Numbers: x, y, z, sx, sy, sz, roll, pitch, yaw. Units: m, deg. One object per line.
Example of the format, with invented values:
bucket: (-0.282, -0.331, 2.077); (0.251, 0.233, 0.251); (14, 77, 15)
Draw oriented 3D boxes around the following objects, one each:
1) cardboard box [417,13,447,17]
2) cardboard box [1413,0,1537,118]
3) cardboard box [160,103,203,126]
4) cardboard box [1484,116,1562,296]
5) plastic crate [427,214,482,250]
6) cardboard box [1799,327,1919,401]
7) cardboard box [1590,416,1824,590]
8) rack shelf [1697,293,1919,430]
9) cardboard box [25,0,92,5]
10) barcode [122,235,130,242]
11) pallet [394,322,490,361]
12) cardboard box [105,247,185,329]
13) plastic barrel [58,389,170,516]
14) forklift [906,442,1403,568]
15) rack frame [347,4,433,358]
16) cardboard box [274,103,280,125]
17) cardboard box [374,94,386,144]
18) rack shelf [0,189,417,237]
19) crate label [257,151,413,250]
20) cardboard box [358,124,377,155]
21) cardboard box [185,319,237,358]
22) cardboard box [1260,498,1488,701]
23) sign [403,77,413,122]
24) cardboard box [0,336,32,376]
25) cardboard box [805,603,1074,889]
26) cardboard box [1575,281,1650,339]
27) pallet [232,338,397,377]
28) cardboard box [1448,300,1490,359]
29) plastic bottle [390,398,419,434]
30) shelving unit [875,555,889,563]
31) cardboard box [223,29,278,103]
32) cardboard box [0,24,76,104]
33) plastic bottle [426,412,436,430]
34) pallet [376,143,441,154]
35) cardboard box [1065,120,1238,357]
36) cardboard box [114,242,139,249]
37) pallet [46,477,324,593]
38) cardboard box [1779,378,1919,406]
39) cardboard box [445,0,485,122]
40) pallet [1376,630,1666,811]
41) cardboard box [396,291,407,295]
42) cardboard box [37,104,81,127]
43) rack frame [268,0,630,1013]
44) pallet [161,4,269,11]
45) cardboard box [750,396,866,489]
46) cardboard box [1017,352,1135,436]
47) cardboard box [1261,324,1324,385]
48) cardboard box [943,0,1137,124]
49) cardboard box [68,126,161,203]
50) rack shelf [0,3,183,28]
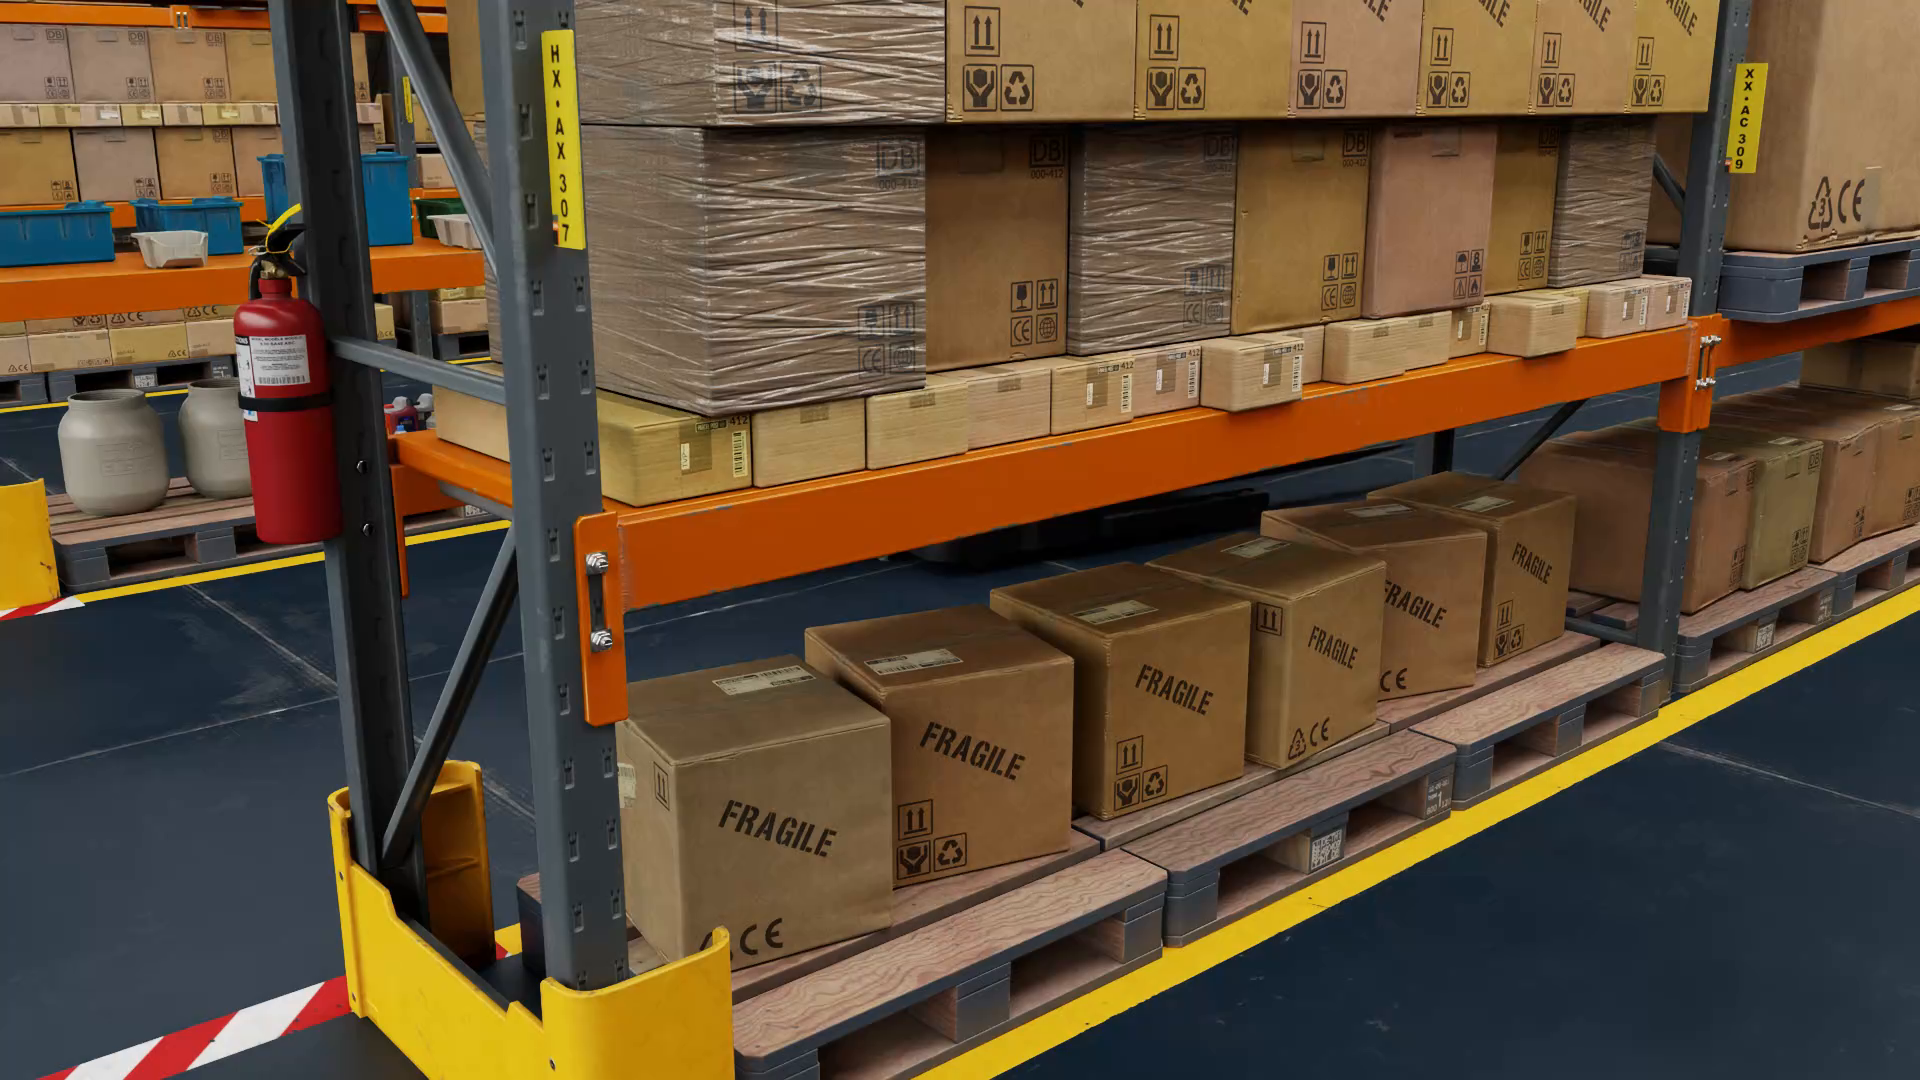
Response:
cardboard box: (-5.728, -5.858, 17.818); (0.637, 0.503, 0.797); (-9, 18, -32)
cardboard box: (1.135, -1.356, 4.307); (0.500, 0.500, 0.500); (-13, 19, -39)
cardboard box: (-5.475, -2.969, 11.601); (0.250, 0.149, 0.380); (-12, 19, -38)
cardboard box: (1.268, -1.030, 5.025); (0.500, 0.500, 0.875); (-13, 19, -39)
plastic crate: (-2.262, -1.493, 8.038); (0.437, 0.136, 0.530); (-13, 19, -39)
cardboard box: (4.186, -0.814, 7.523); (0.500, 0.250, 0.500); (-10, 18, -33)
cardboard box: (2.898, -0.162, 6.536); (0.500, 0.500, 0.700); (-13, 20, -40)
rack shelf: (3.557, -0.972, 6.969); (4.000, 0.370, 1.077); (-13, 19, -39)
cardboard box: (-8.315, -5.164, 15.224); (0.500, 0.500, 0.500); (14, 20, 42)
barcode: (-8.272, -2.988, 16.495); (0.075, 0.075, 0.001); (-13, 19, -39)
pallet: (-3.922, -1.695, 13.686); (1.213, 0.211, 1.003); (-13, 19, -39)
cardboard box: (-5.786, -1.770, 11.625); (0.500, 0.500, 0.500); (-13, 19, -39)
plastic barrel: (-3.775, -0.394, 7.421); (0.421, 0.512, 0.421); (0, 15, 0)
forklift: (0.891, -1.565, 7.931); (3.031, 2.935, 1.130); (-10, 18, -32)
rack frame: (-4.452, -2.910, 12.830); (0.127, 3.000, 1.000); (-13, 19, -39)
cardboard box: (-4.900, -3.097, 12.082); (0.250, 0.149, 0.380); (-13, 20, -41)
cardboard box: (-6.398, -4.425, 17.456); (0.500, 0.500, 0.700); (-10, 18, -32)
rack shelf: (-5.961, -2.223, 11.655); (4.000, 0.370, 1.077); (-13, 19, -39)
crate label: (-3.010, -1.649, 8.041); (0.616, 0.435, 0.502); (-13, 19, -39)
cardboard box: (-4.783, -2.882, 12.532); (0.500, 0.500, 0.700); (-13, 20, -41)
cardboard box: (-5.410, -1.493, 12.040); (0.500, 0.250, 0.500); (-13, 19, -39)
cardboard box: (1.293, 0.183, 5.283); (0.500, 0.500, 0.500); (-6, 16, -22)
sign: (-4.087, -3.258, 12.305); (0.005, 0.325, 0.100); (-13, 19, -39)
cardboard box: (-6.544, -1.239, 11.092); (0.500, 0.250, 0.500); (-13, 19, -39)
cardboard box: (-0.059, 0.491, 4.128); (0.500, 0.500, 0.500); (-7, 17, -25)
cardboard box: (1.884, -0.725, 5.138); (0.250, 0.149, 0.380); (-13, 19, -39)
pallet: (-5.079, -1.436, 12.717); (1.213, 0.211, 1.003); (-13, 19, -39)
cardboard box: (1.265, -0.614, 4.721); (0.250, 0.149, 0.380); (-13, 19, -39)
plastic bottle: (-2.845, -0.581, 8.522); (0.133, 0.283, 0.061); (-13, 19, -39)
shelving unit: (-0.741, -0.616, 7.152); (0.755, 1.500, 0.431); (-10, 18, -32)
cardboard box: (-5.163, -3.422, 12.043); (0.500, 0.500, 0.700); (-13, 20, -39)
cardboard box: (-6.296, -3.168, 11.091); (0.500, 0.500, 0.700); (-13, 19, -39)
plastic bottle: (-2.714, -0.564, 8.619); (0.097, 0.201, 0.097); (0, 15, 0)
pallet: (-6.156, -4.115, 17.715); (1.213, 0.211, 1.003); (-13, 19, -39)
cardboard box: (0.167, -0.767, 4.039); (0.500, 0.500, 0.875); (-13, 19, -39)
cardboard box: (-6.138, -1.874, 12.016); (0.500, 0.500, 0.500); (-13, 19, -39)
pallet: (-3.578, -0.079, 7.635); (1.213, 0.211, 1.003); (-13, 19, -39)
cardboard box: (4.163, -0.449, 7.610); (0.700, 0.500, 0.500); (14, 20, 42)
cardboard box: (-0.717, -1.119, 3.420); (0.500, 0.500, 0.500); (-13, 19, -39)
pallet: (1.565, 0.487, 5.516); (1.213, 0.211, 1.003); (-13, 19, -39)
cardboard box: (-4.335, -2.179, 13.525); (0.500, 0.311, 0.500); (-13, 19, -39)
cardboard box: (-6.062, -2.837, 11.107); (0.250, 0.149, 0.380); (-13, 20, -40)
rack frame: (-0.970, -0.303, 3.071); (0.127, 3.000, 1.000); (-13, 19, -39)
pallet: (-7.171, -5.316, 16.390); (1.003, 0.211, 1.213); (-13, 19, -39)
cardboard box: (-0.397, -0.222, 3.255); (0.250, 0.149, 0.380); (-13, 19, -39)
cardboard box: (0.170, -0.349, 3.730); (0.250, 0.149, 0.380); (-13, 19, -39)
cardboard box: (0.699, -0.487, 4.247); (0.250, 0.149, 0.380); (-13, 19, -39)
cardboard box: (0.006, -1.101, 3.353); (0.500, 0.500, 0.500); (-13, 19, -39)
cardboard box: (-5.943, -2.620, 11.551); (0.500, 0.500, 0.700); (-12, 19, -38)
rack shelf: (-9.215, -4.636, 14.876); (4.000, 0.370, 1.077); (-13, 19, -39)
